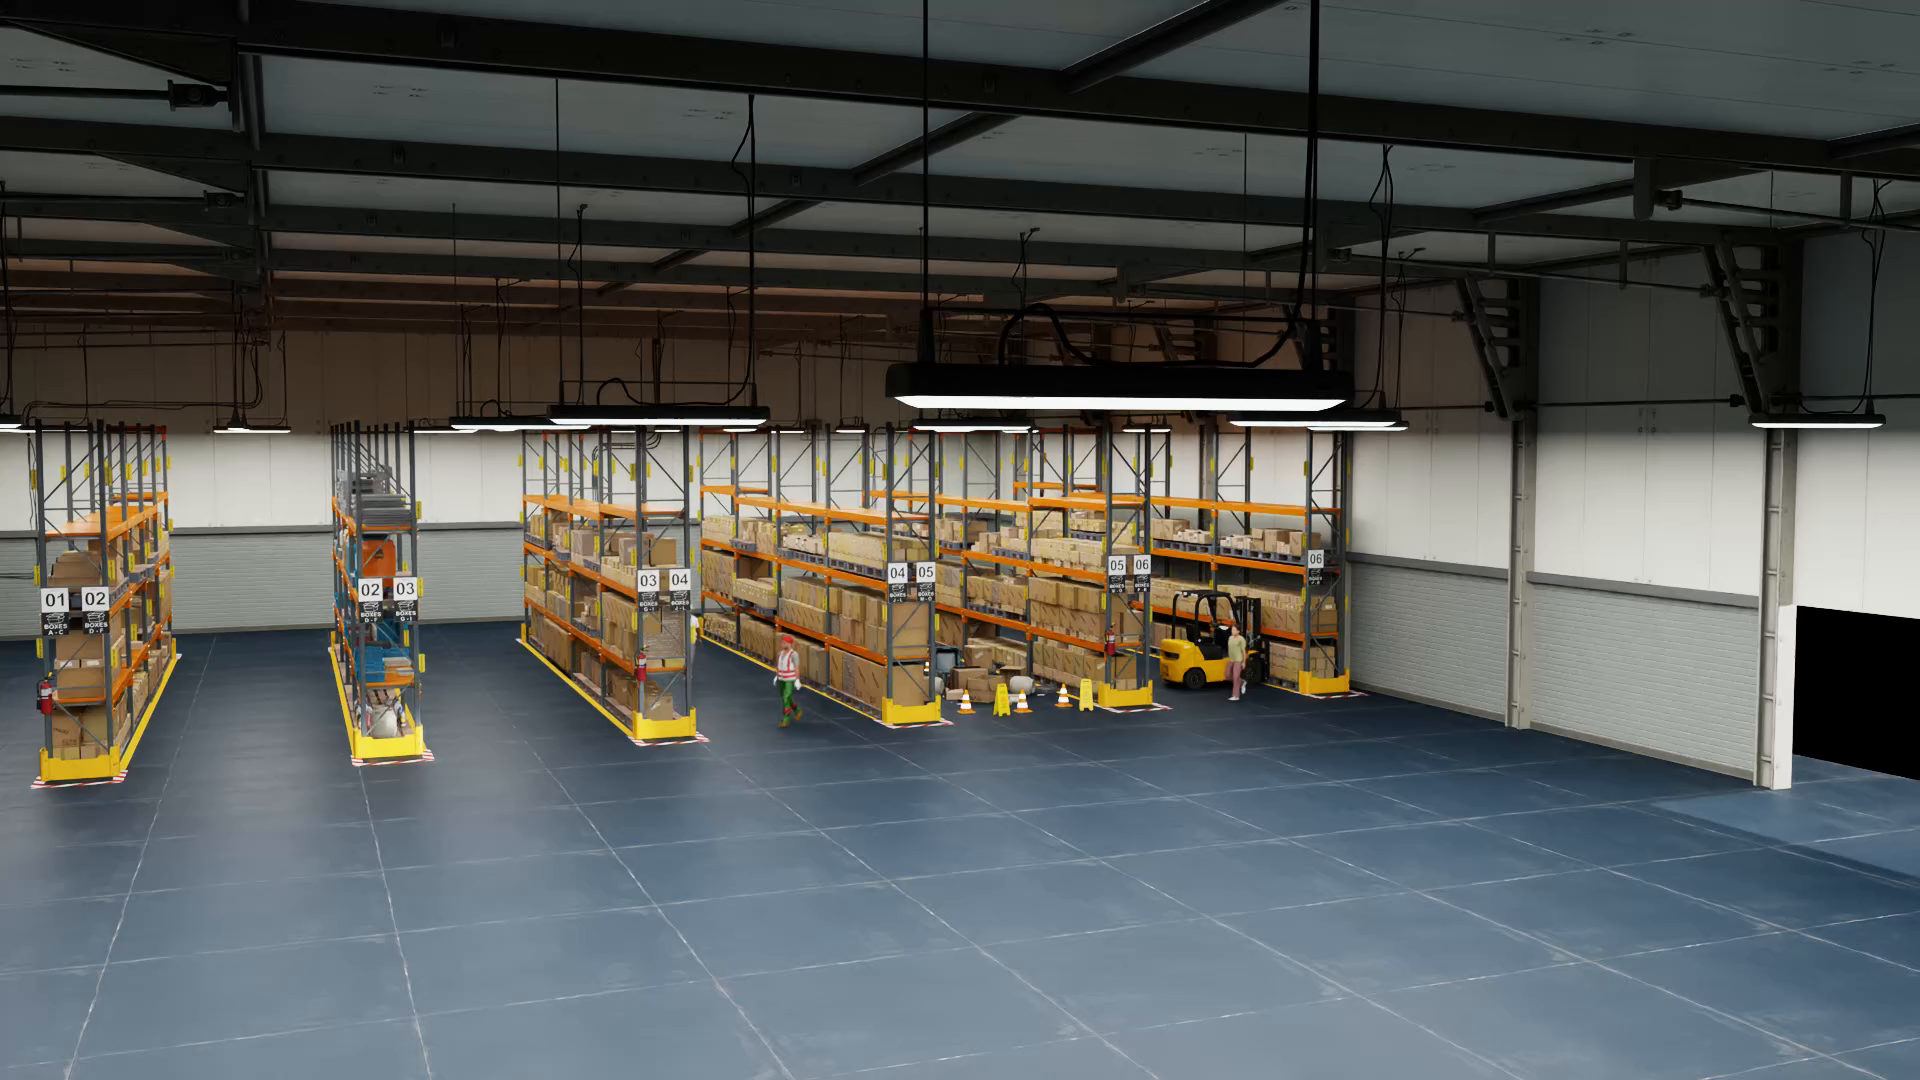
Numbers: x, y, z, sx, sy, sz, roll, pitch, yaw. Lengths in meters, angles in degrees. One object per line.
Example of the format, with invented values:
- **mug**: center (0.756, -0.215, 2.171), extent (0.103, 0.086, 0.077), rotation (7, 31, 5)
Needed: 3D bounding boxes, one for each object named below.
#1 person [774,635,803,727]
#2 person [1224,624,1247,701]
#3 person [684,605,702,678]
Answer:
- **person**: center (-3.385, 2.771, 32.986), extent (0.568, 1.776, 0.846), rotation (3, 5, 42)
- **person**: center (6.032, 2.631, 36.046), extent (0.625, 1.660, 0.506), rotation (-3, 4, -36)
- **person**: center (-6.372, 2.407, 39.206), extent (0.595, 1.789, 0.685), rotation (-2, 4, -30)
